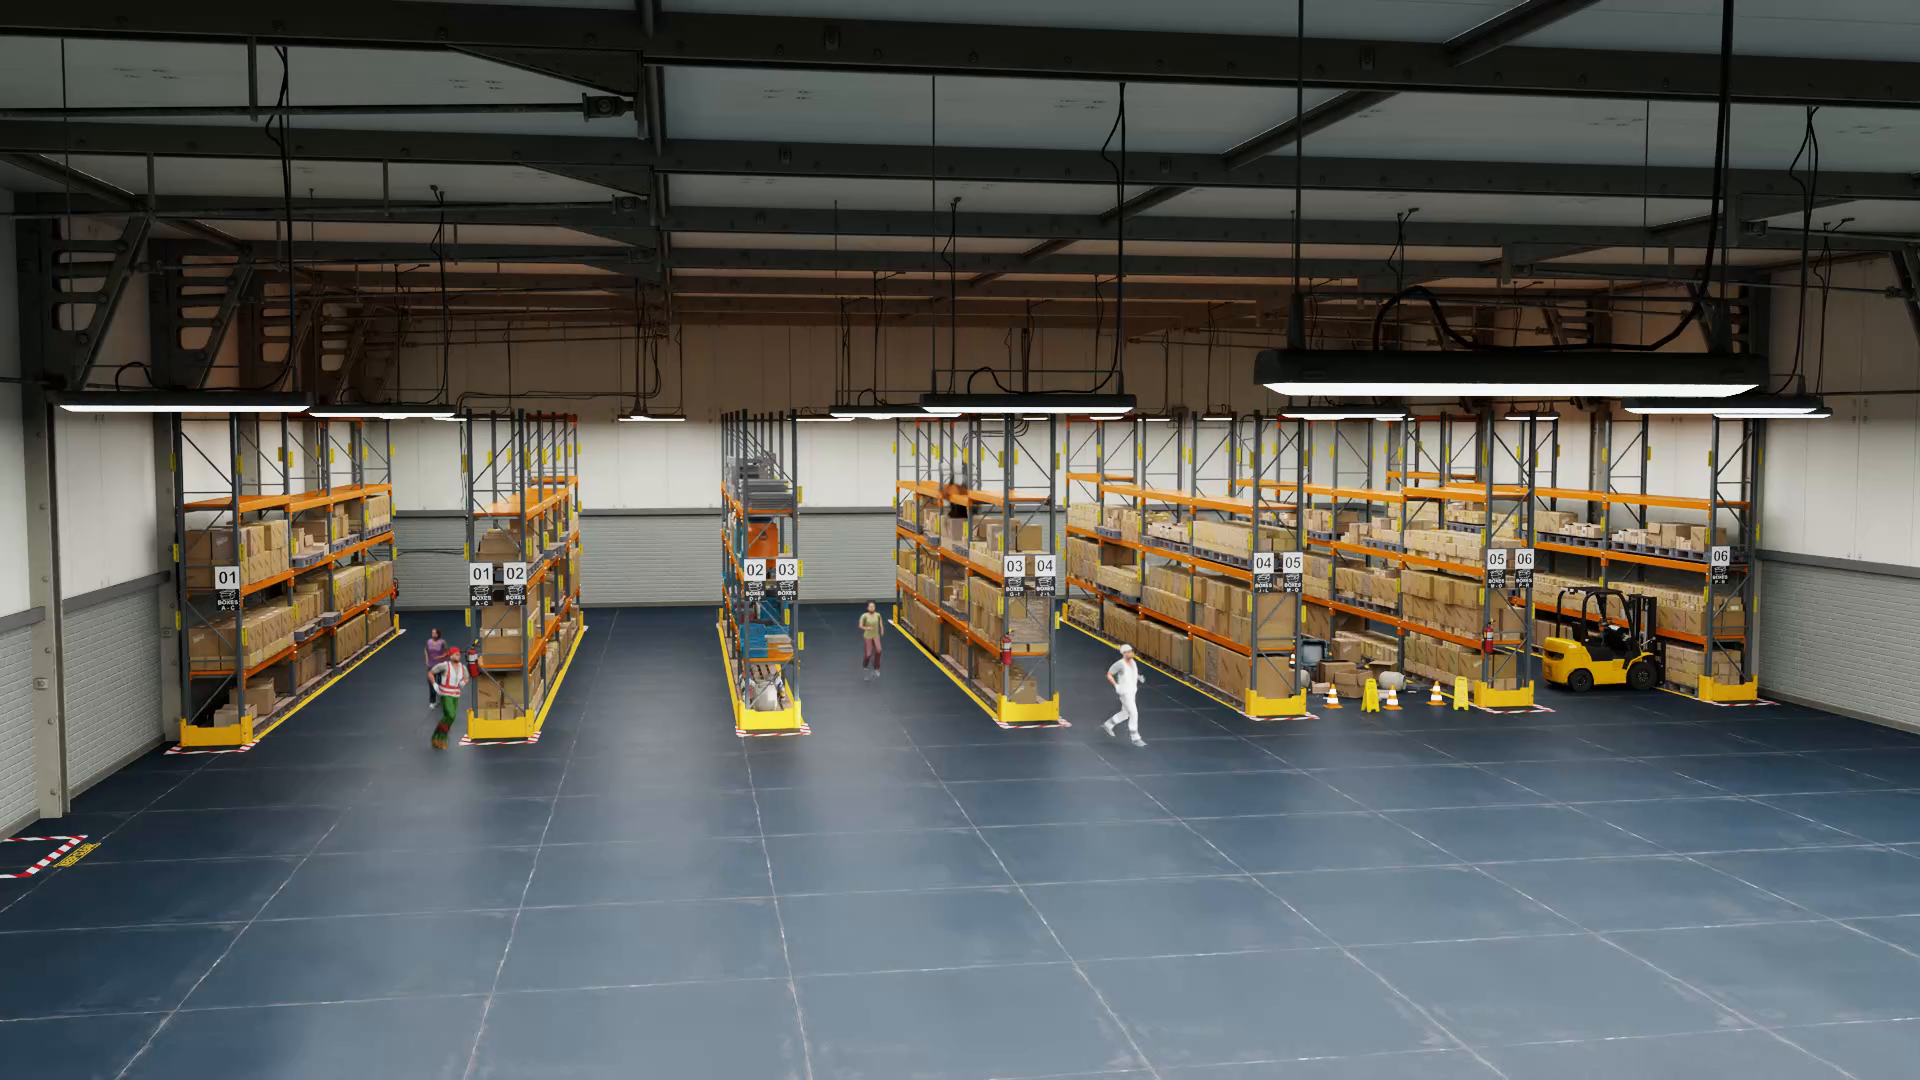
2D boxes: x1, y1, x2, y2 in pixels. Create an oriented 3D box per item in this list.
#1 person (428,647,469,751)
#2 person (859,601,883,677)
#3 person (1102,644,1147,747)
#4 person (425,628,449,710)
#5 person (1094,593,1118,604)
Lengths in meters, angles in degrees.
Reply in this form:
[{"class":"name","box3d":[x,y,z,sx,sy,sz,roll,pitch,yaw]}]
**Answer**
[{"class":"person","box3d":[-9.047,2.793,29.497,0.694,1.804,0.671,3,5,34]},{"class":"person","box3d":[-1.961,2.162,36.667,0.594,1.641,0.749,-1,4,-19]},{"class":"person","box3d":[2.964,2.752,29.771,0.922,1.795,0.638,3,5,37]},{"class":"person","box3d":[-10.559,2.605,33.588,0.546,1.634,0.656,0,4,-4]},{"class":"person","box3d":[4.300,1.366,50.020,0.797,1.775,0.704,0,4,-3]}]
